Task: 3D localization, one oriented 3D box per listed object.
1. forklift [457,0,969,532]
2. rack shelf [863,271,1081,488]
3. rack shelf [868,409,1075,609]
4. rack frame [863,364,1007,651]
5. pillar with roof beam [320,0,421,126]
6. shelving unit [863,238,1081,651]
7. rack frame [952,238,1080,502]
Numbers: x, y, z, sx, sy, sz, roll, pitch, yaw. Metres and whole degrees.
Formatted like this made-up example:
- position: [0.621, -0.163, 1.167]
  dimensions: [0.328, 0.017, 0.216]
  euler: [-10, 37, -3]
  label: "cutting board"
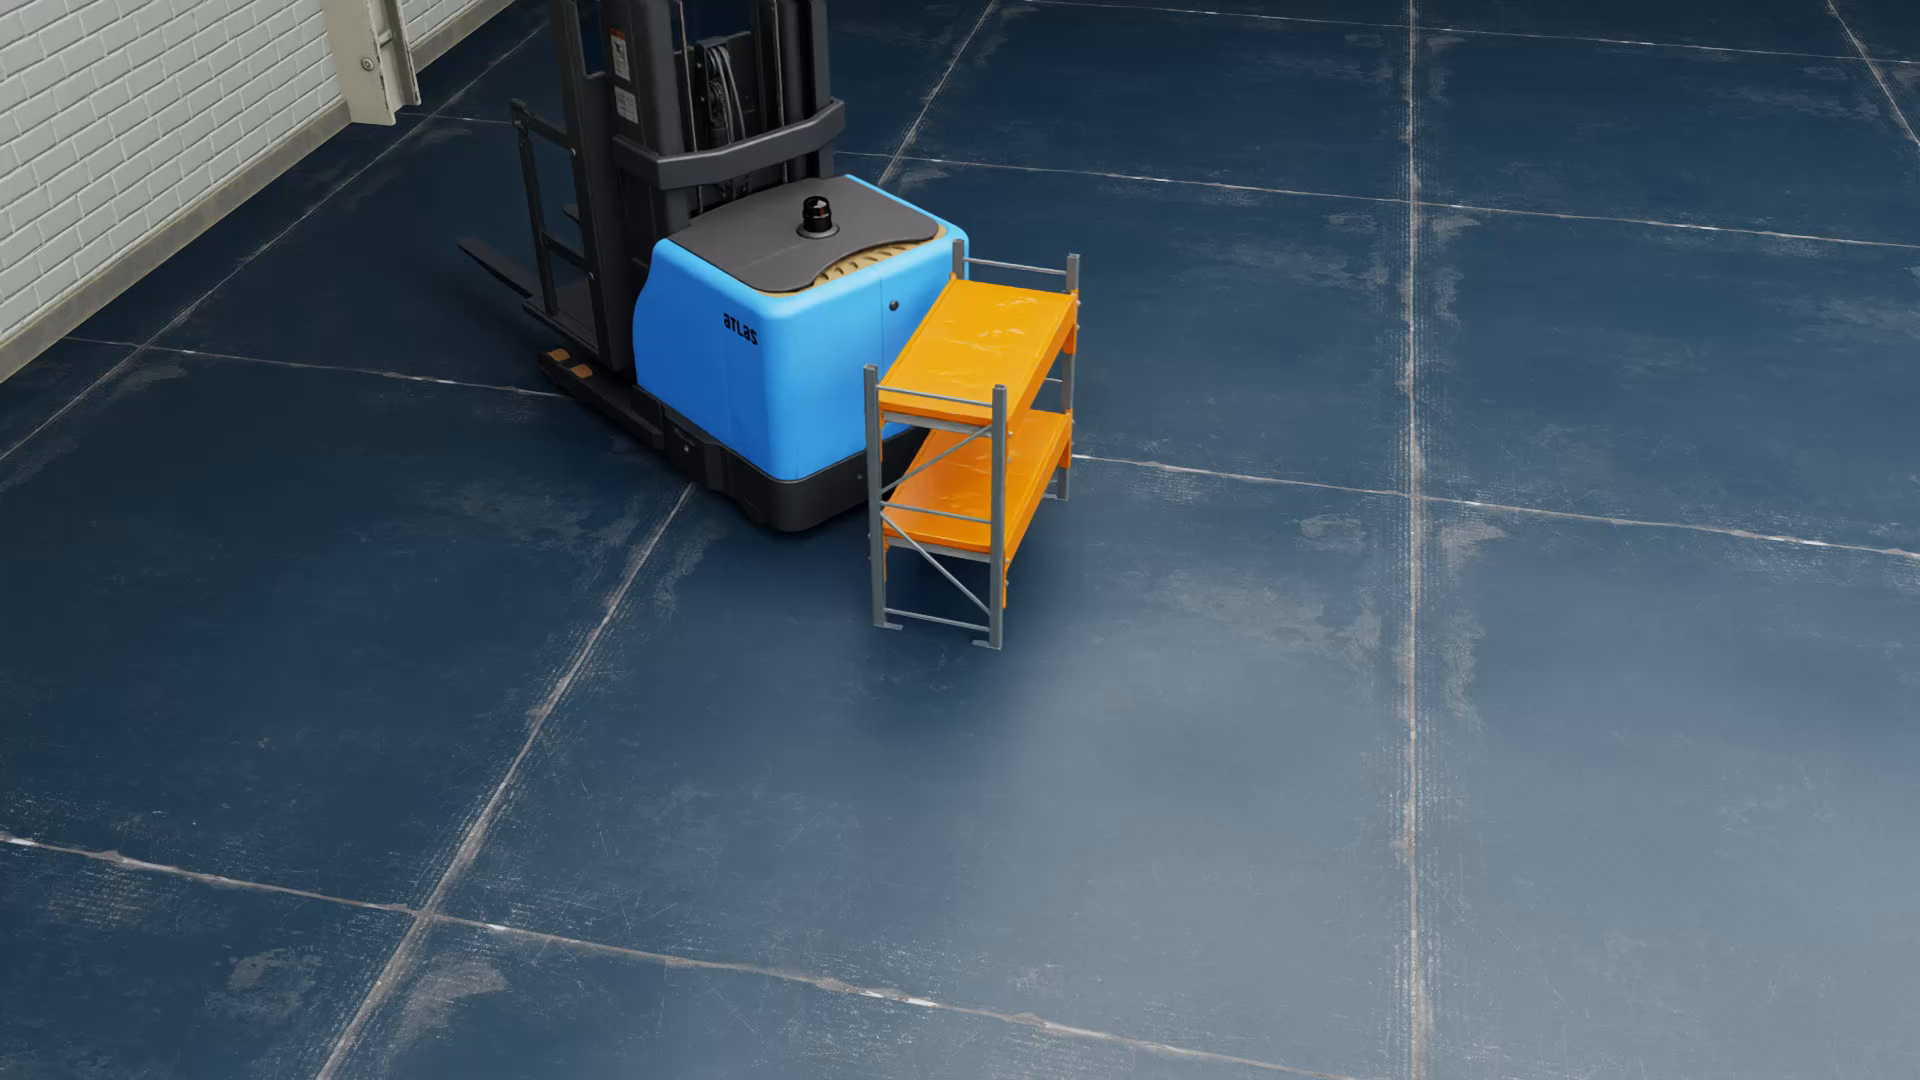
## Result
- position: [-1.306, -2.001, 7.014]
  dimensions: [1.130, 2.935, 3.031]
  euler: [-28, 44, -33]
  label: "forklift"
- position: [0.064, -0.617, 6.143]
  dimensions: [0.538, 0.278, 1.000]
  euler: [10, 37, 14]
  label: "rack shelf"
- position: [0.064, -0.182, 6.459]
  dimensions: [0.538, 0.278, 1.000]
  euler: [10, 37, 14]
  label: "rack shelf"
- position: [-0.085, -0.094, 5.922]
  dimensions: [0.500, 1.125, 0.032]
  euler: [10, 37, 14]
  label: "rack frame"
- position: [0.583, -5.801, 7.085]
  dimensions: [9.100, 9.000, 0.400]
  euler: [7, 37, 10]
  label: "pillar with roof beam"
- position: [0.064, -0.380, 6.315]
  dimensions: [0.538, 1.125, 1.048]
  euler: [10, 37, 14]
  label: "shelving unit"
- position: [0.213, -0.665, 6.709]
  dimensions: [0.500, 1.125, 0.032]
  euler: [10, 37, 14]
  label: "rack frame"
